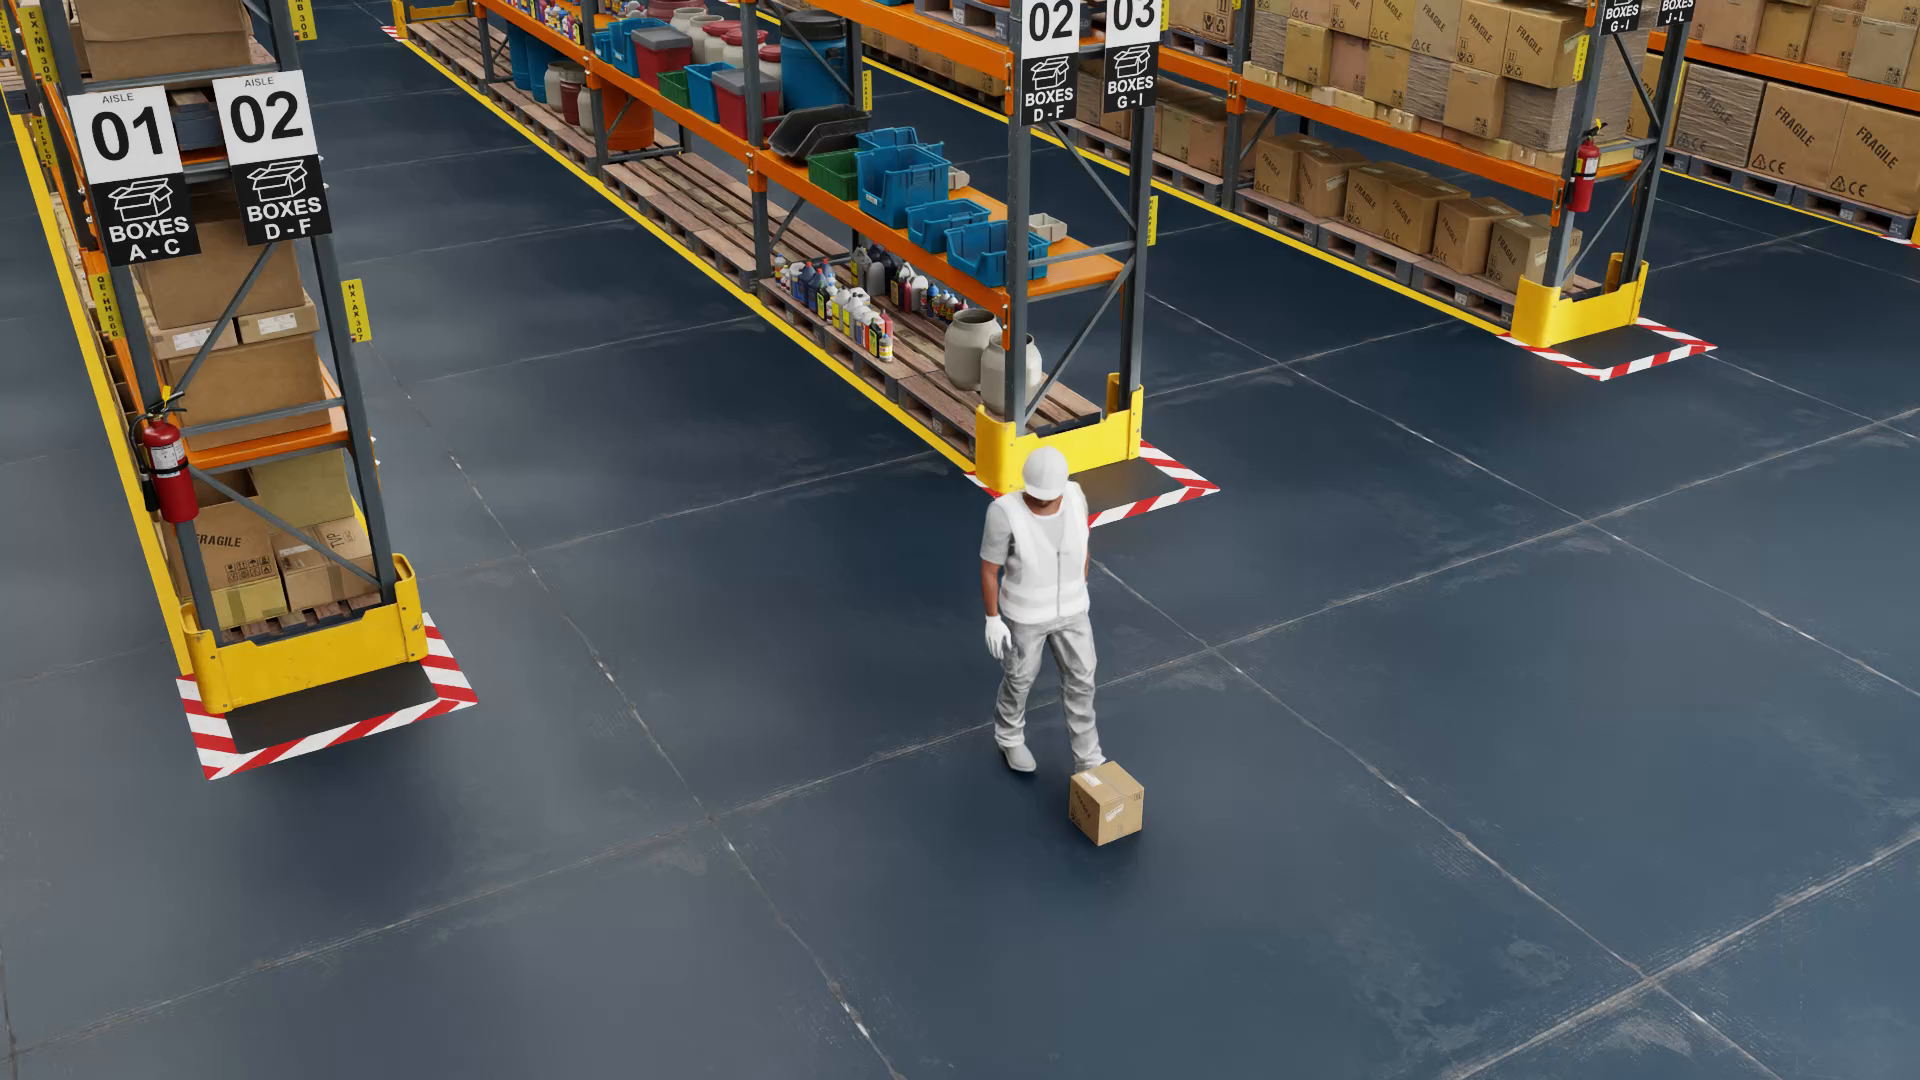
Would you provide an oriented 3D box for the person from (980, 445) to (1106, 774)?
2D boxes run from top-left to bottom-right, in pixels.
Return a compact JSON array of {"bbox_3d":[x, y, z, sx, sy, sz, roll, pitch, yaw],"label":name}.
[{"bbox_3d":[0.438,0.387,7.800,0.612,1.761,0.673,-13,31,-22],"label":"person"}]
